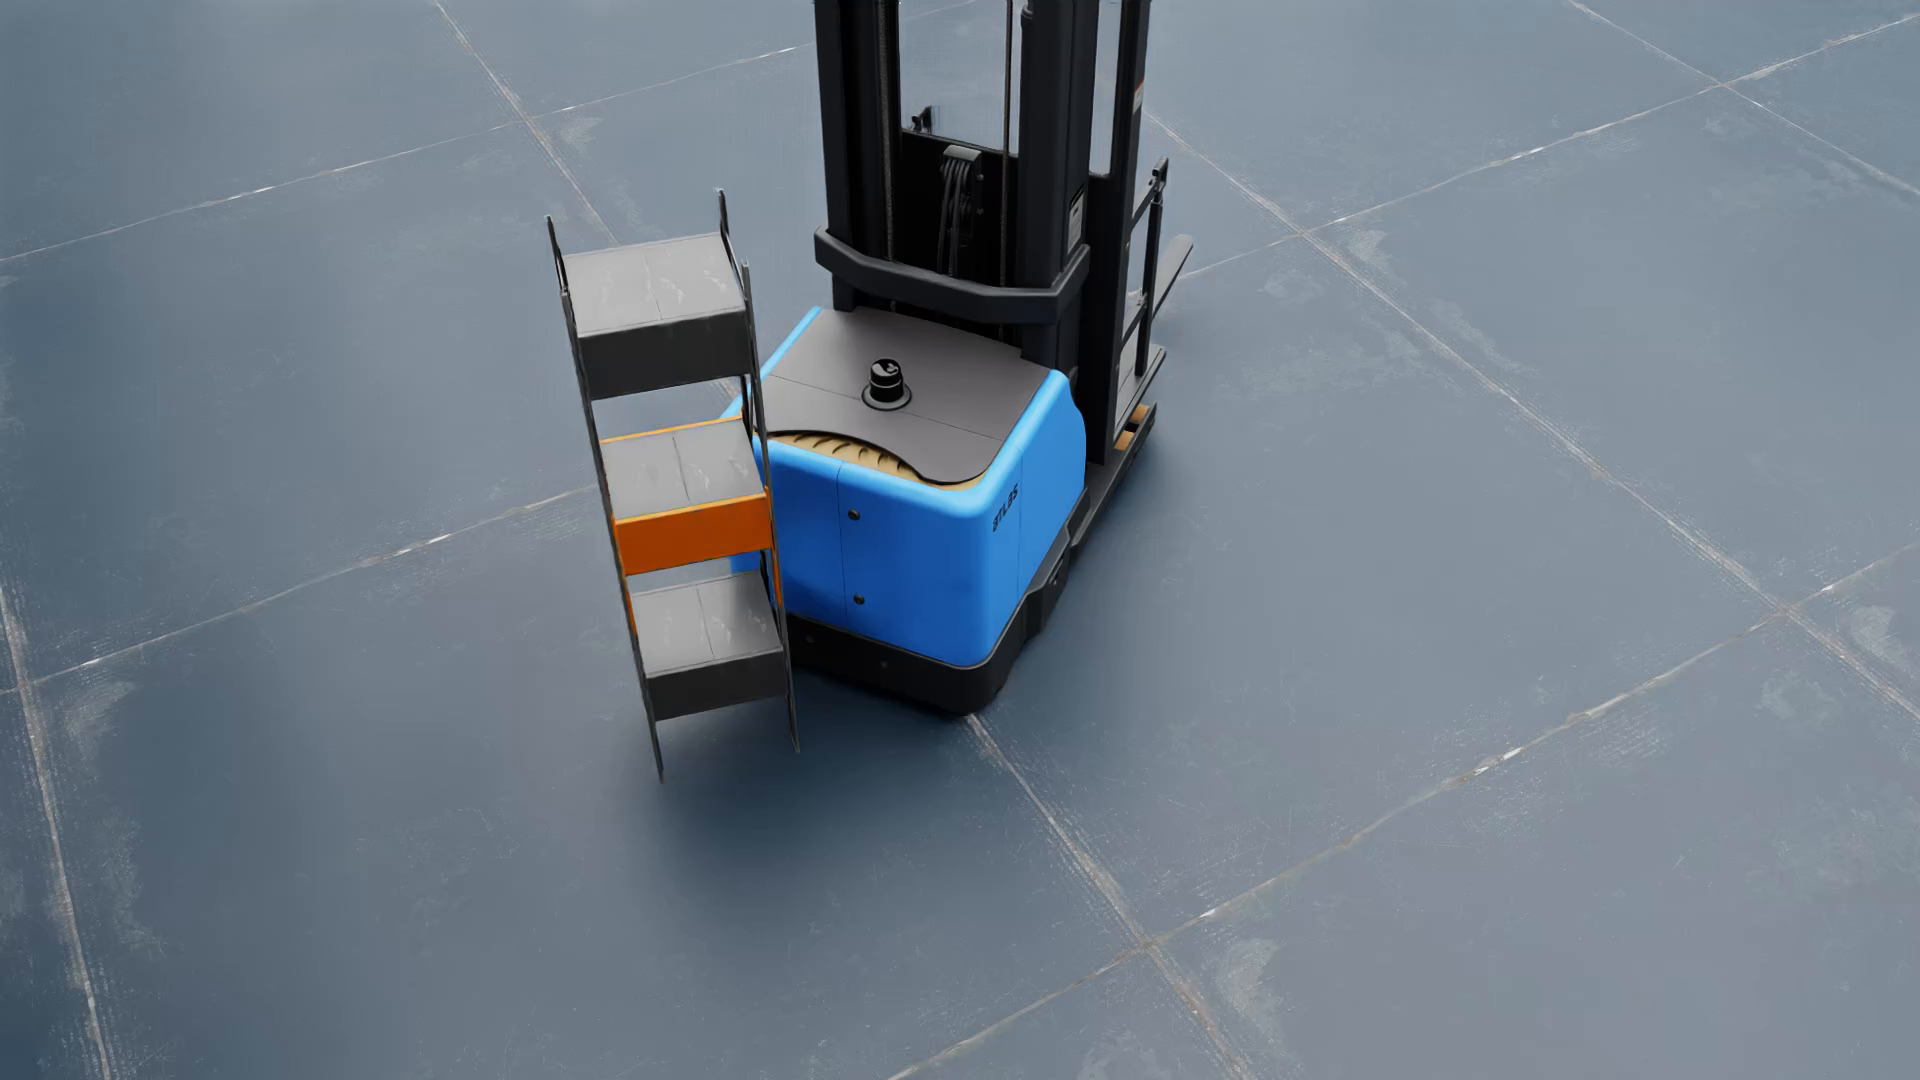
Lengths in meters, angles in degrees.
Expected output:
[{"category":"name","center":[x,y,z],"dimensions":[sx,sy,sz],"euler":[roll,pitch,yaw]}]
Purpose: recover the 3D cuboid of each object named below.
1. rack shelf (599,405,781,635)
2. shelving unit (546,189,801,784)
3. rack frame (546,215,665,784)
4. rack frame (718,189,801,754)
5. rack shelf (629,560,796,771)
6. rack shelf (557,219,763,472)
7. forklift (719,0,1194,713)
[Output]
[{"category":"rack shelf","center":[-0.868,-0.064,5.328],"dimensions":[0.480,0.518,0.431],"euler":[-11,45,-11]},{"category":"shelving unit","center":[-0.868,-0.074,5.319],"dimensions":[0.503,2.100,0.431],"euler":[-11,45,-11]},{"category":"rack frame","center":[-1.103,-0.027,5.270],"dimensions":[0.015,2.100,0.400],"euler":[-11,45,-11]},{"category":"rack frame","center":[-0.634,-0.121,5.367],"dimensions":[0.015,2.100,0.400],"euler":[-11,45,-11]},{"category":"rack shelf","center":[-0.868,0.438,5.816],"dimensions":[0.480,0.518,0.431],"euler":[-11,45,-11]},{"category":"rack shelf","center":[-0.868,-0.566,4.841],"dimensions":[0.480,0.518,0.431],"euler":[-11,45,-11]},{"category":"forklift","center":[0.197,-1.463,6.153],"dimensions":[1.130,2.935,3.031],"euler":[17,47,17]}]
